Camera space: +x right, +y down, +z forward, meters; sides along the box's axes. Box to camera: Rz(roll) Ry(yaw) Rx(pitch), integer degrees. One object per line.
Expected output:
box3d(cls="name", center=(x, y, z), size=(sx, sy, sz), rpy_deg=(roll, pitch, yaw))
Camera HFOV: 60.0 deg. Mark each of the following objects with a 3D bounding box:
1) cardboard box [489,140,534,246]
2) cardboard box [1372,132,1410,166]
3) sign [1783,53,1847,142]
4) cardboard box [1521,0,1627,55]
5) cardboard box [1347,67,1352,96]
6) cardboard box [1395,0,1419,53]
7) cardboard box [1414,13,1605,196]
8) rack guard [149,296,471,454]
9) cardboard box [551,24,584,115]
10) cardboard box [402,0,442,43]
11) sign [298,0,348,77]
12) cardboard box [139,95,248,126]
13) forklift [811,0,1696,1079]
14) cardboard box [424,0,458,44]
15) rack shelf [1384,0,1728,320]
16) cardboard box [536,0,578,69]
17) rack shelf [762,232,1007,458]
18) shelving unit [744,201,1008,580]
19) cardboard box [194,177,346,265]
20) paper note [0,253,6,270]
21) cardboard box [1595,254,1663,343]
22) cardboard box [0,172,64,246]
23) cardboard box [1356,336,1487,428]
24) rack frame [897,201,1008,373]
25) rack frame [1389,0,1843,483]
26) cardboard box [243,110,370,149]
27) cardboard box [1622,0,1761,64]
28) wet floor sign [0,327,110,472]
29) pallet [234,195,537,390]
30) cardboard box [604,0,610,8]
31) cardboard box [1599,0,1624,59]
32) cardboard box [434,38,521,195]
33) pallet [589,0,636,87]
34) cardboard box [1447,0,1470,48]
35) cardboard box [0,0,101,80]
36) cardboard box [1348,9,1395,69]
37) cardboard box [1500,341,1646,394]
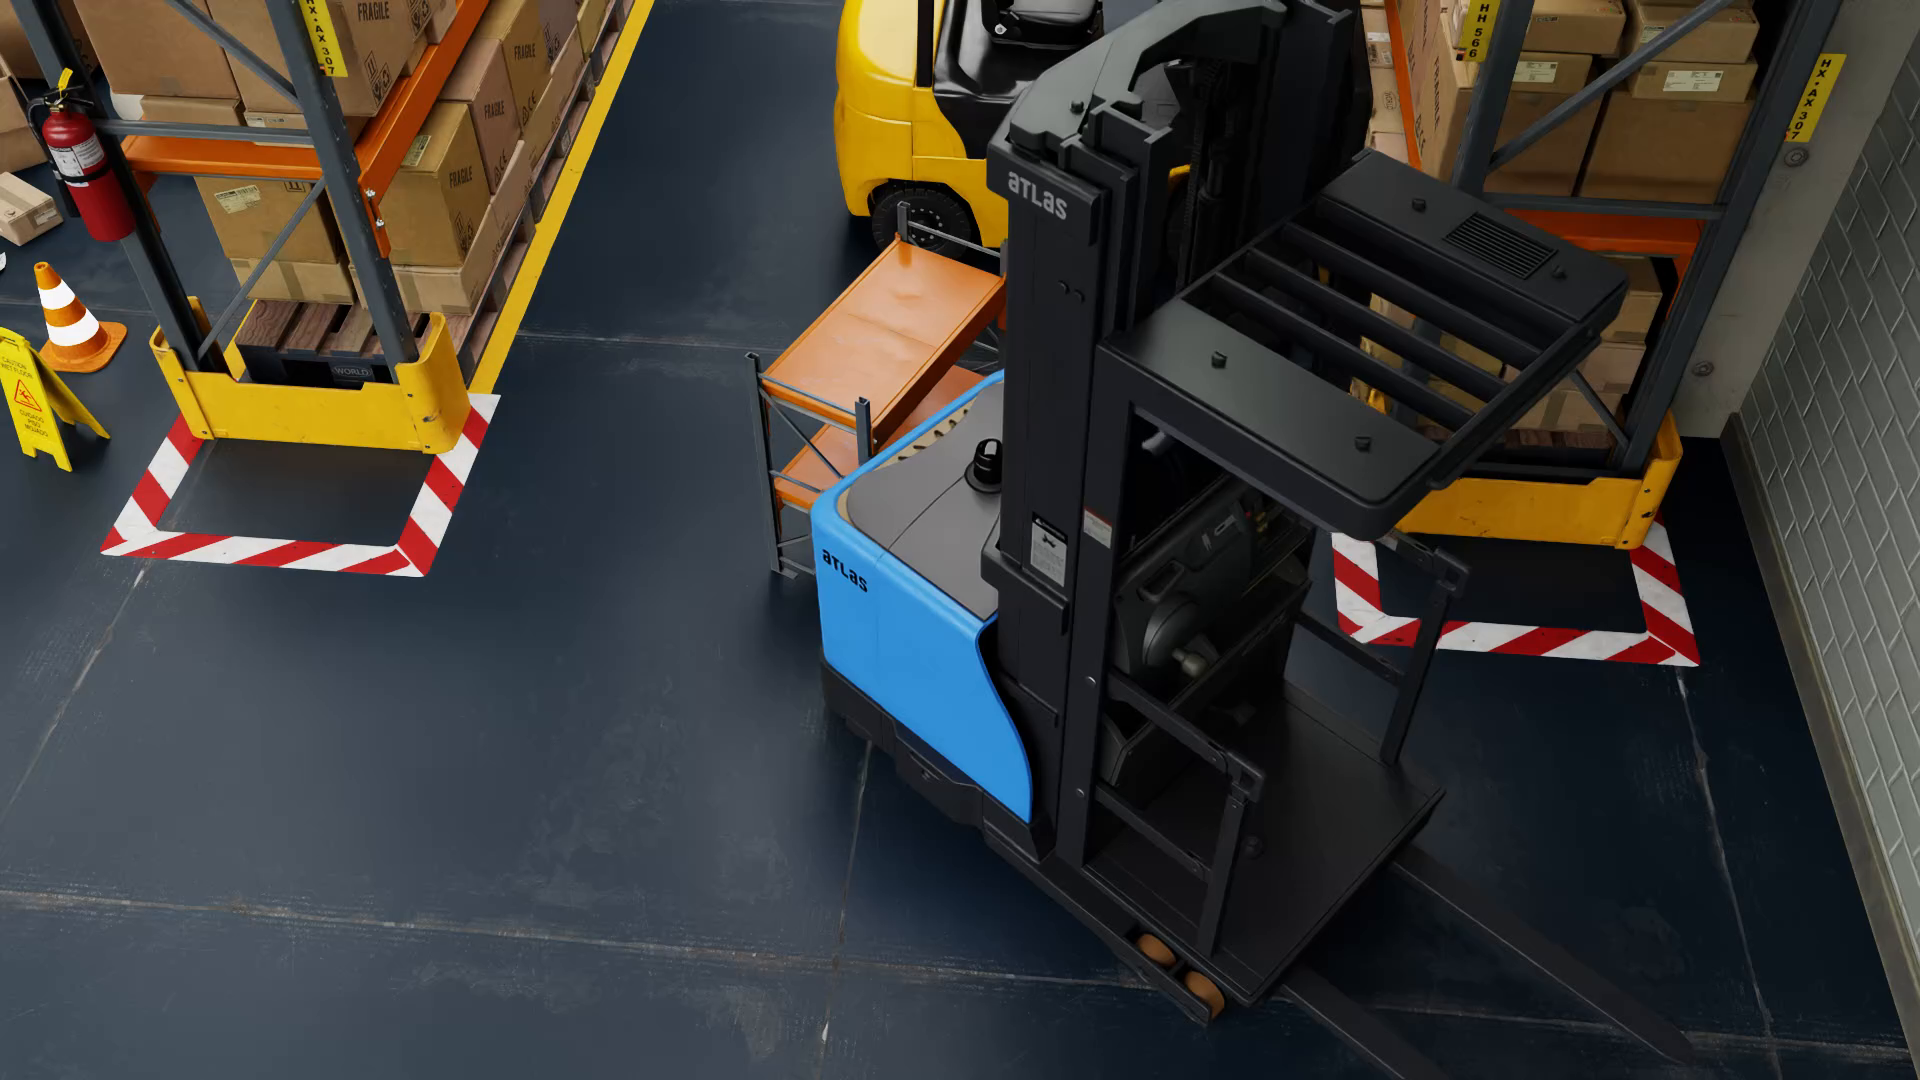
box3d(cls="cardboard box", center=(-2.335, -1.647, 7.803), size=(0.500, 0.250, 0.500), rpy_deg=(5, 48, 5))
box3d(cls="cardboard box", center=(1.977, -1.440, 6.935), size=(0.500, 0.250, 0.500), rpy_deg=(5, 48, 4))
box3d(cls="sign", center=(2.757, -1.431, 5.386), size=(0.100, 0.325, 0.005), rpy_deg=(4, 48, 4))
box3d(cls="cardboard box", center=(2.028, -1.784, 5.640), size=(0.380, 0.149, 0.250), rpy_deg=(4, 48, 4))
box3d(cls="cardboard box", center=(2.070, -2.031, 7.815), size=(0.500, 0.250, 0.500), rpy_deg=(4, 48, 3))
box3d(cls="cardboard box", center=(2.091, -2.324, 6.775), size=(0.500, 0.500, 0.500), rpy_deg=(3, 48, 3))
box3d(cls="cardboard box", center=(1.989, -1.567, 6.082), size=(0.500, 0.500, 0.500), rpy_deg=(3, 48, 3))
box3d(cls="rack guard", center=(-2.731, -0.697, 7.049), size=(1.175, 0.500, 0.348), rpy_deg=(4, 48, 4))
box3d(cls="cardboard box", center=(-2.249, -2.420, 8.509), size=(0.500, 0.250, 0.500), rpy_deg=(5, 48, 4))
box3d(cls="cardboard box", center=(-2.375, -2.329, 6.578), size=(0.500, 0.500, 0.500), rpy_deg=(5, 48, 5))
box3d(cls="sign", center=(-2.198, -1.741, 5.723), size=(0.100, 0.325, 0.005), rpy_deg=(4, 48, 4))
box3d(cls="cardboard box", center=(-2.917, -1.689, 6.432), size=(0.380, 0.149, 0.250), rpy_deg=(5, 48, 5))
box3d(cls="forklift", center=(0.906, 0.115, 4.658), size=(3.031, 2.935, 1.130), rpy_deg=(35, 57, 28))
box3d(cls="cardboard box", center=(-2.318, -2.195, 6.895), size=(0.380, 0.149, 0.250), rpy_deg=(5, 48, 4))
box3d(cls="rack shelf", center=(2.388, -2.381, 7.382), size=(1.077, 0.370, 4.000), rpy_deg=(4, 48, 4))
box3d(cls="cardboard box", center=(-2.250, -2.689, 8.247), size=(0.500, 0.500, 0.500), rpy_deg=(6, 48, 6))
box3d(cls="rack shelf", center=(-0.275, -0.702, 6.233), size=(0.538, 0.278, 1.000), rpy_deg=(23, 52, 20))
box3d(cls="shelving unit", center=(-0.275, -0.504, 6.449), size=(0.538, 1.125, 1.048), rpy_deg=(23, 52, 20))
box3d(cls="cardboard box", center=(-2.925, -1.558, 7.213), size=(0.500, 0.500, 0.500), rpy_deg=(4, 48, 4))
box3d(cls="paper note", center=(-4.634, -1.311, 7.929), size=(0.148, 0.019, 0.142), rpy_deg=(-11, 49, -10))
box3d(cls="cardboard box", center=(2.438, -1.045, 6.575), size=(0.500, 0.250, 0.500), rpy_deg=(3, 48, 3))
box3d(cls="cardboard box", center=(-4.630, -1.621, 8.132), size=(0.380, 0.149, 0.250), rpy_deg=(28, 53, 23))
box3d(cls="cardboard box", center=(1.933, -0.734, 6.967), size=(0.500, 0.250, 0.500), rpy_deg=(4, 48, 4))
box3d(cls="rack frame", center=(-0.019, -0.828, 6.745), size=(0.500, 1.125, 0.032), rpy_deg=(23, 52, 20))
box3d(cls="rack frame", center=(2.205, -1.154, 5.772), size=(1.000, 3.000, 0.127), rpy_deg=(4, 48, 4))
box3d(cls="cardboard box", center=(-2.501, -1.636, 6.383), size=(0.380, 0.149, 0.250), rpy_deg=(4, 48, 4))
box3d(cls="cardboard box", center=(2.449, -1.739, 5.599), size=(0.380, 0.149, 0.250), rpy_deg=(3, 48, 3))
box3d(cls="wet floor sign", center=(-3.821, -0.623, 6.882), size=(0.267, 0.644, 0.232), rpy_deg=(19, 50, 17))
box3d(cls="pallet", center=(-2.622, -1.194, 7.699), size=(1.003, 0.211, 1.213), rpy_deg=(4, 48, 4))
box3d(cls="cardboard box", center=(-2.160, -3.185, 9.209), size=(0.500, 0.250, 0.500), rpy_deg=(6, 48, 5))
box3d(cls="cardboard box", center=(2.454, -1.824, 5.878), size=(0.380, 0.149, 0.250), rpy_deg=(4, 48, 4))
box3d(cls="cardboard box", center=(-2.344, -1.928, 7.551), size=(0.500, 0.500, 0.500), rpy_deg=(2, 48, 2))
box3d(cls="pallet", center=(-2.400, -2.987, 9.339), size=(1.003, 0.211, 1.213), rpy_deg=(4, 48, 4))
box3d(cls="cardboard box", center=(1.951, -1.870, 5.920), size=(0.380, 0.149, 0.250), rpy_deg=(5, 48, 4))
box3d(cls="cardboard box", center=(-5.022, -2.837, 8.912), size=(0.797, 0.637, 0.503), rpy_deg=(4, 48, 4))
box3d(cls="cardboard box", center=(2.067, -2.183, 7.615), size=(0.500, 0.250, 0.500), rpy_deg=(3, 48, 3))
box3d(cls="cardboard box", center=(2.455, -0.868, 6.751), size=(0.500, 0.250, 0.500), rpy_deg=(5, 48, 4))
